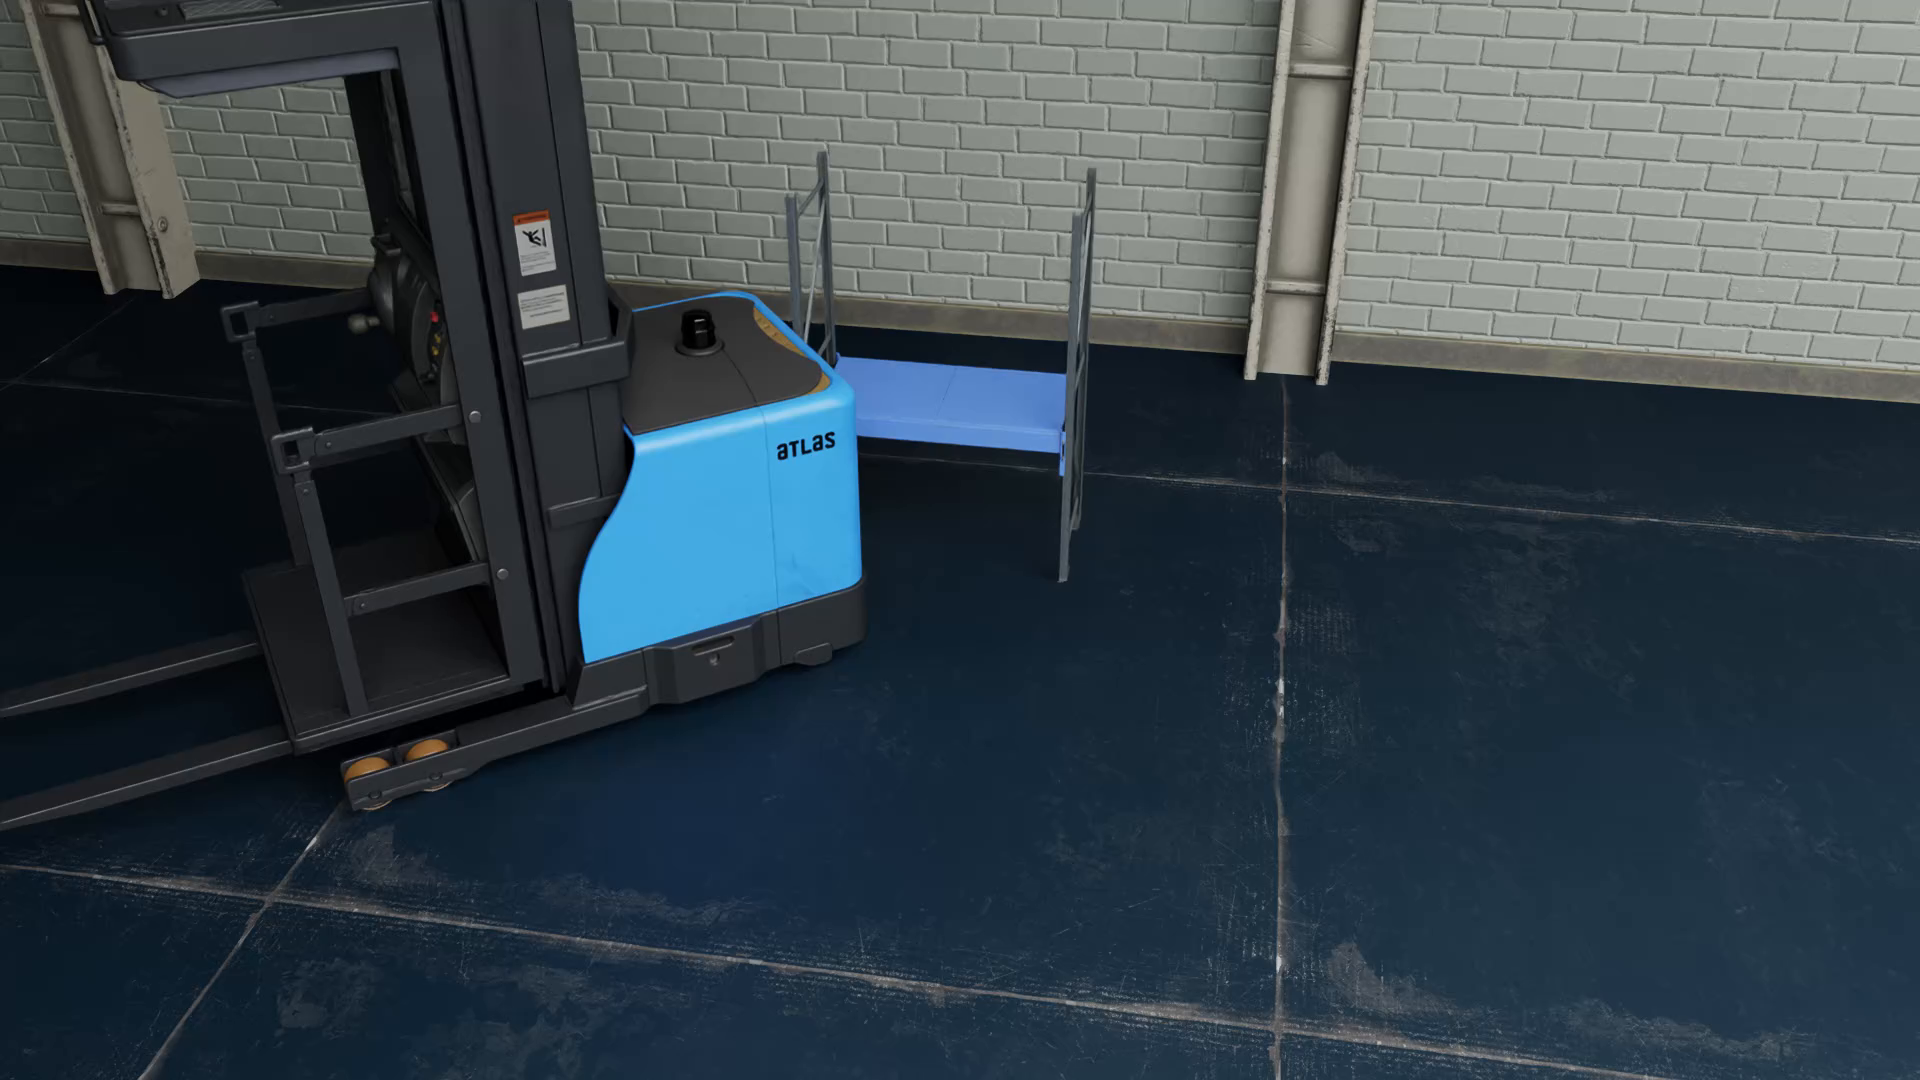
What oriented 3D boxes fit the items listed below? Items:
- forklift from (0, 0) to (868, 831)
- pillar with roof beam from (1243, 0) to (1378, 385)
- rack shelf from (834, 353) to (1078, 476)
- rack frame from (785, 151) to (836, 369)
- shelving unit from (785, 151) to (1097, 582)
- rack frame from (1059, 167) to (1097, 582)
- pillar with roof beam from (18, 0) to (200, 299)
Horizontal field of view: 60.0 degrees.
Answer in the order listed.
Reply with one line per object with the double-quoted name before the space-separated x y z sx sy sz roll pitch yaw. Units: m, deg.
"forklift" -1.882 -0.694 5.096 3.031 2.935 1.130 -16 35 -24
"pillar with roof beam" 0.858 -2.399 2.101 0.400 9.000 9.100 5 32 8
"rack shelf" -0.057 -0.498 6.471 1.000 0.185 0.538 5 32 9
"rack frame" -0.557 -0.697 6.451 0.032 1.500 0.500 5 32 9
"shelving unit" -0.057 -0.650 6.375 1.048 1.500 0.538 5 32 9
"rack frame" 0.444 -0.603 6.300 0.032 1.500 0.500 5 32 9
"pillar with roof beam" -5.056 -2.935 2.957 0.400 9.000 9.100 5 32 8
